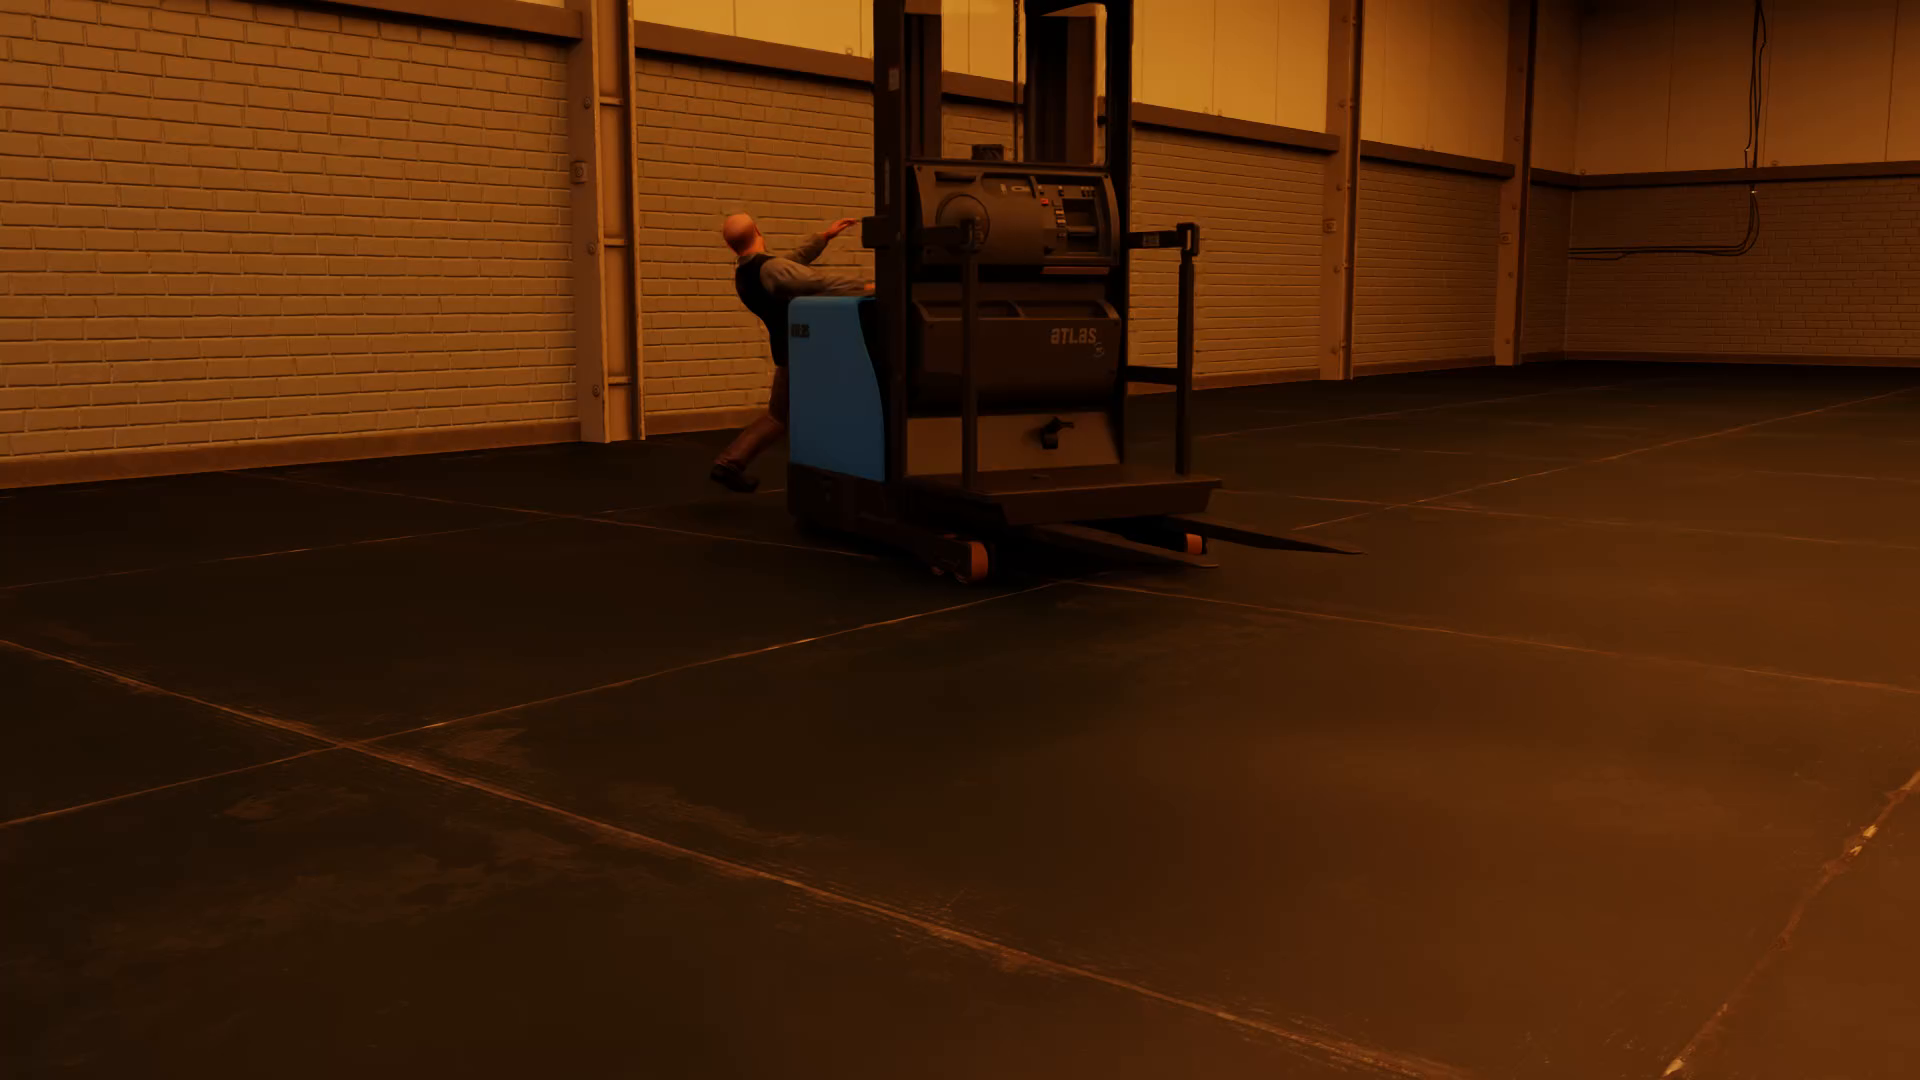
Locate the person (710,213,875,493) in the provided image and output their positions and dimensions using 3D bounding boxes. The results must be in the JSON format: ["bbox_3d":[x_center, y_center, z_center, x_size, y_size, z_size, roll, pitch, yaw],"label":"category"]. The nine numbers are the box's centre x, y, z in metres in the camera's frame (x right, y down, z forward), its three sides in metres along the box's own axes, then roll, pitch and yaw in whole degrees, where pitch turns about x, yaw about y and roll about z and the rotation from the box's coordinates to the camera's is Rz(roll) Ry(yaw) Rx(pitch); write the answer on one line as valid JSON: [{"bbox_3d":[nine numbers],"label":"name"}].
[{"bbox_3d":[-0.711,-0.905,8.394,0.711,1.464,1.051,-8,12,-44],"label":"person"}]

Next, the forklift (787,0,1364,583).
[{"bbox_3d":[0.342,-1.360,6.577,1.130,2.935,3.031,-5,9,-28],"label":"forklift"}]
